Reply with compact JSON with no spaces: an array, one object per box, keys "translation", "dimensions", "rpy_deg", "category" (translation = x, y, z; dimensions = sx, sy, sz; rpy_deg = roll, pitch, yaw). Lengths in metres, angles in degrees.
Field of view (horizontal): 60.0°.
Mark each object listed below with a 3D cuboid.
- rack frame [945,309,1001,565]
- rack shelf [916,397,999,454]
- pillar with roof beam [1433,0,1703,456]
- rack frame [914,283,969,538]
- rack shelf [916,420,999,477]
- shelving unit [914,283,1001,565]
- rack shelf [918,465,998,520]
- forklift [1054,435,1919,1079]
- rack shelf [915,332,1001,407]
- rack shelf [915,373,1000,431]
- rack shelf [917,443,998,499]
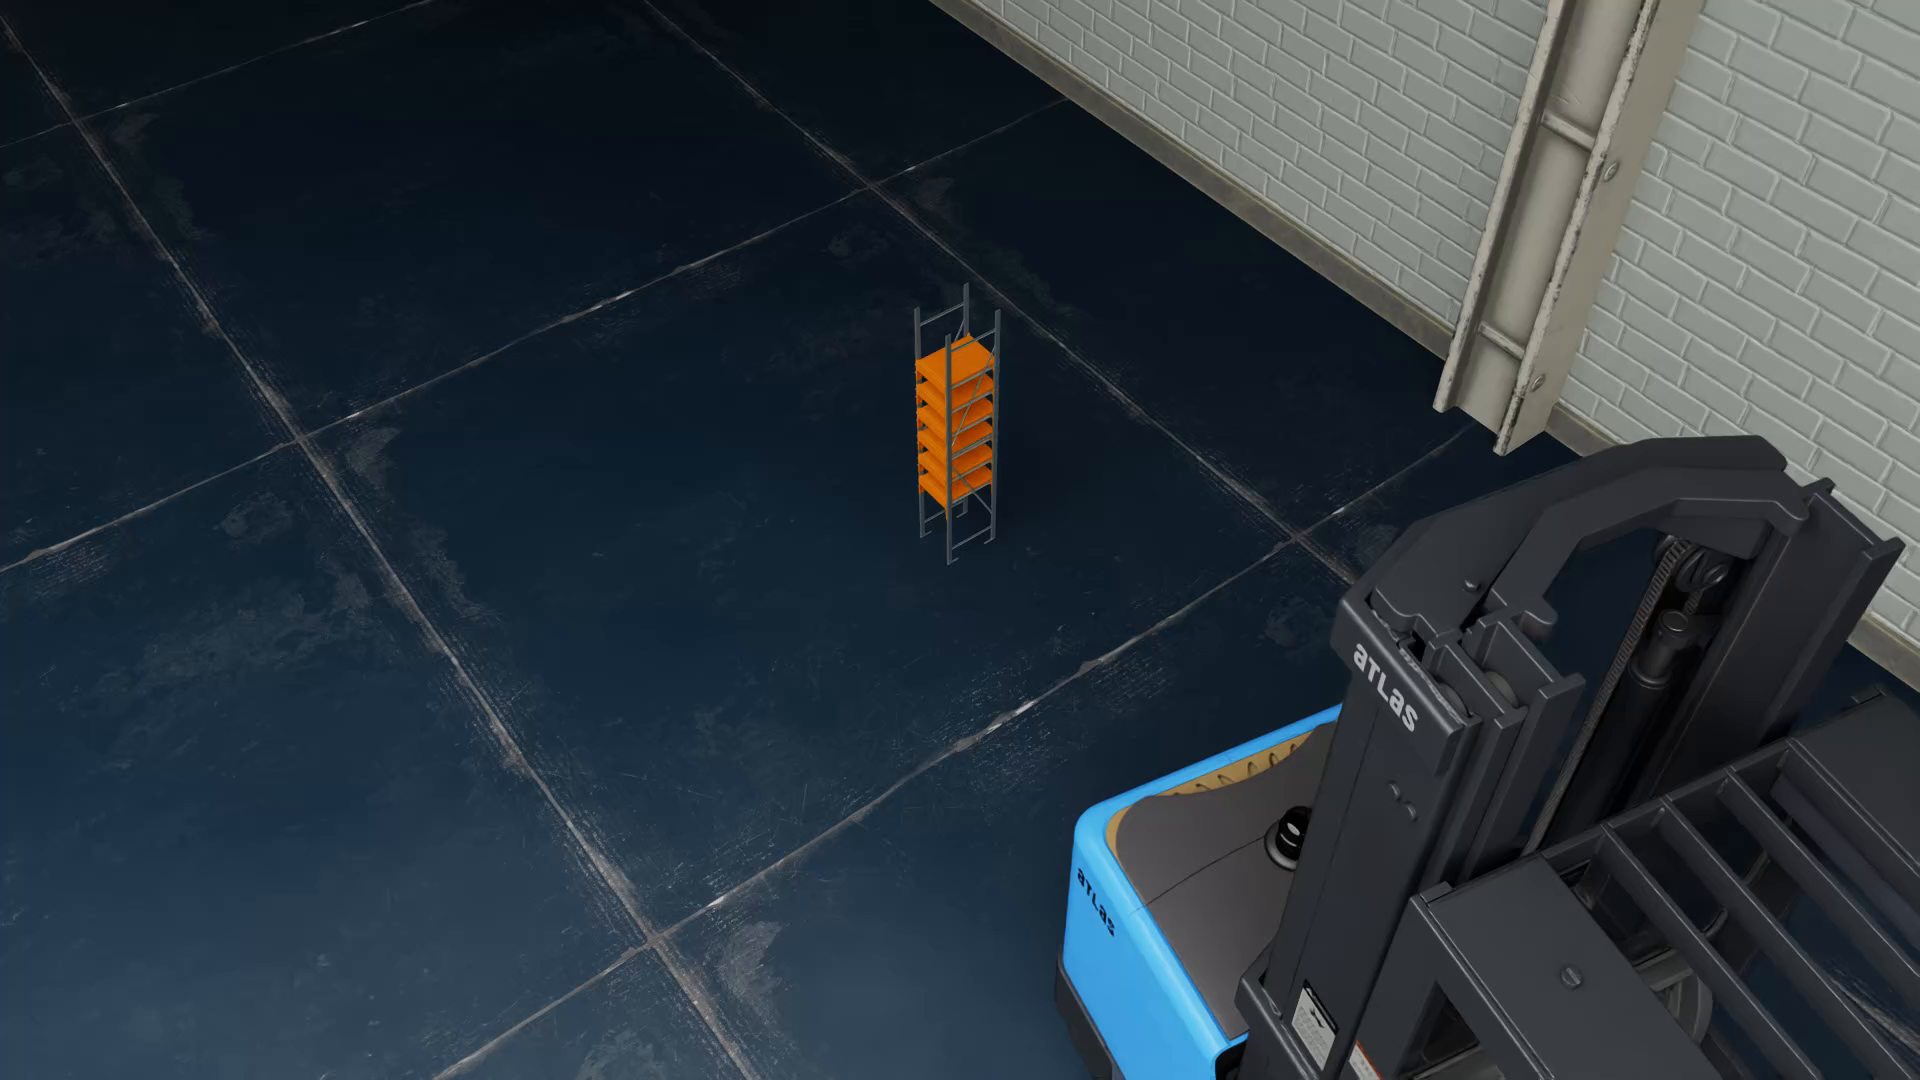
[{"translation":[0.047,-0.358,6.263],"dimensions":[0.240,1.200,0.006],"rpy_deg":[-29,54,-24],"category":"rack frame"},{"translation":[-0.009,-0.462,6.256],"dimensions":[0.258,0.103,0.180],"rpy_deg":[-29,54,-24],"category":"rack shelf"},{"translation":[-1.119,-1.630,2.152],"dimensions":[9.100,9.000,0.400],"rpy_deg":[-29,54,-24],"category":"pillar with roof beam"},{"translation":[-0.064,-0.465,6.361],"dimensions":[0.240,1.200,0.006],"rpy_deg":[-29,54,-24],"category":"rack frame"},{"translation":[-0.009,-0.382,6.345],"dimensions":[0.258,0.103,0.180],"rpy_deg":[-29,54,-24],"category":"rack shelf"},{"translation":[-0.009,-0.412,6.312],"dimensions":[0.258,1.200,0.189],"rpy_deg":[-29,54,-24],"category":"shelving unit"},{"translation":[-0.009,-0.220,6.523],"dimensions":[0.258,0.103,0.180],"rpy_deg":[-29,54,-24],"category":"rack shelf"},{"translation":[1.387,1.333,3.562],"dimensions":[1.130,2.935,3.031],"rpy_deg":[-19,51,-17],"category":"forklift"},{"translation":[-0.009,-0.623,6.078],"dimensions":[0.258,0.103,0.180],"rpy_deg":[-29,54,-24],"category":"rack shelf"},{"translation":[-0.009,-0.543,6.167],"dimensions":[0.258,0.103,0.180],"rpy_deg":[-29,54,-24],"category":"rack shelf"},{"translation":[-0.009,-0.301,6.434],"dimensions":[0.258,0.103,0.180],"rpy_deg":[-29,54,-24],"category":"rack shelf"}]
